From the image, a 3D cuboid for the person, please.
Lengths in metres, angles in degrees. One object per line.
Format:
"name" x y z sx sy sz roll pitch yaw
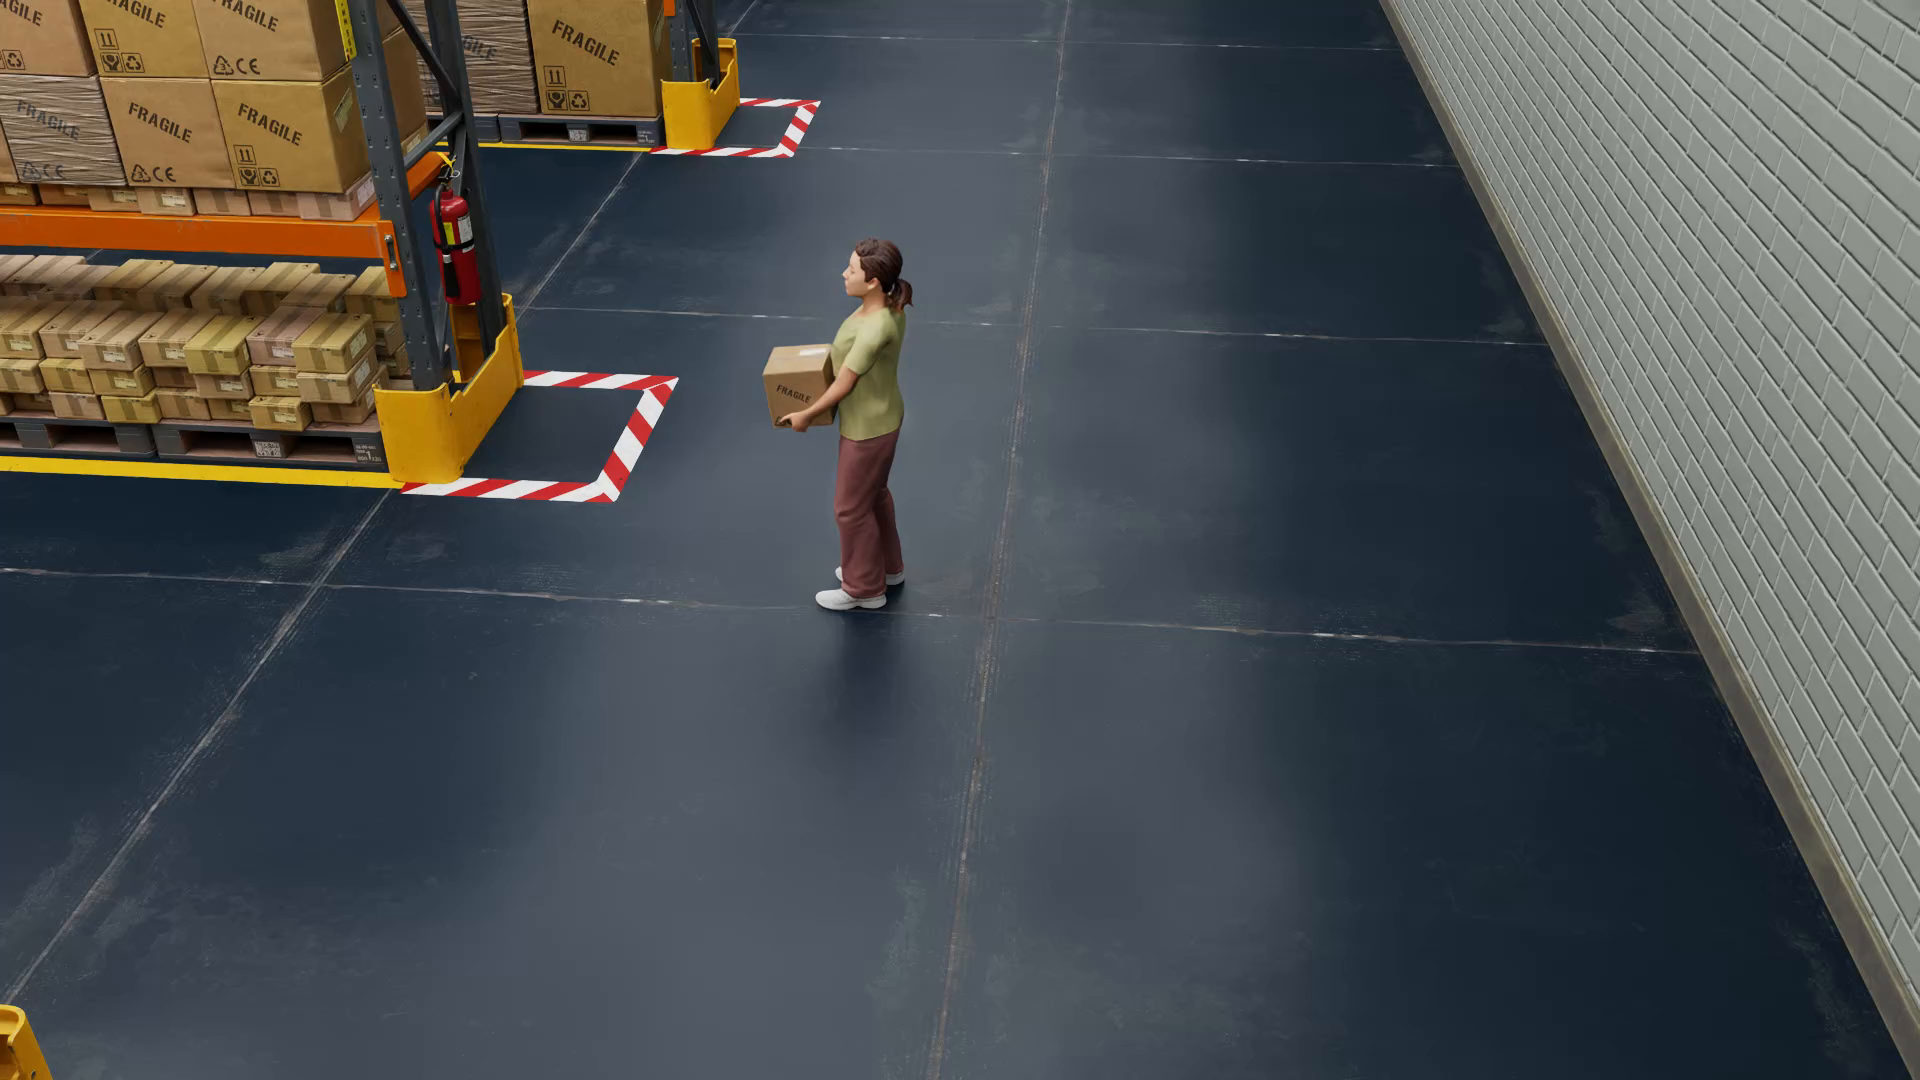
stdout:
"person" -0.449 -0.467 6.895 0.551 1.667 0.424 3 32 5
